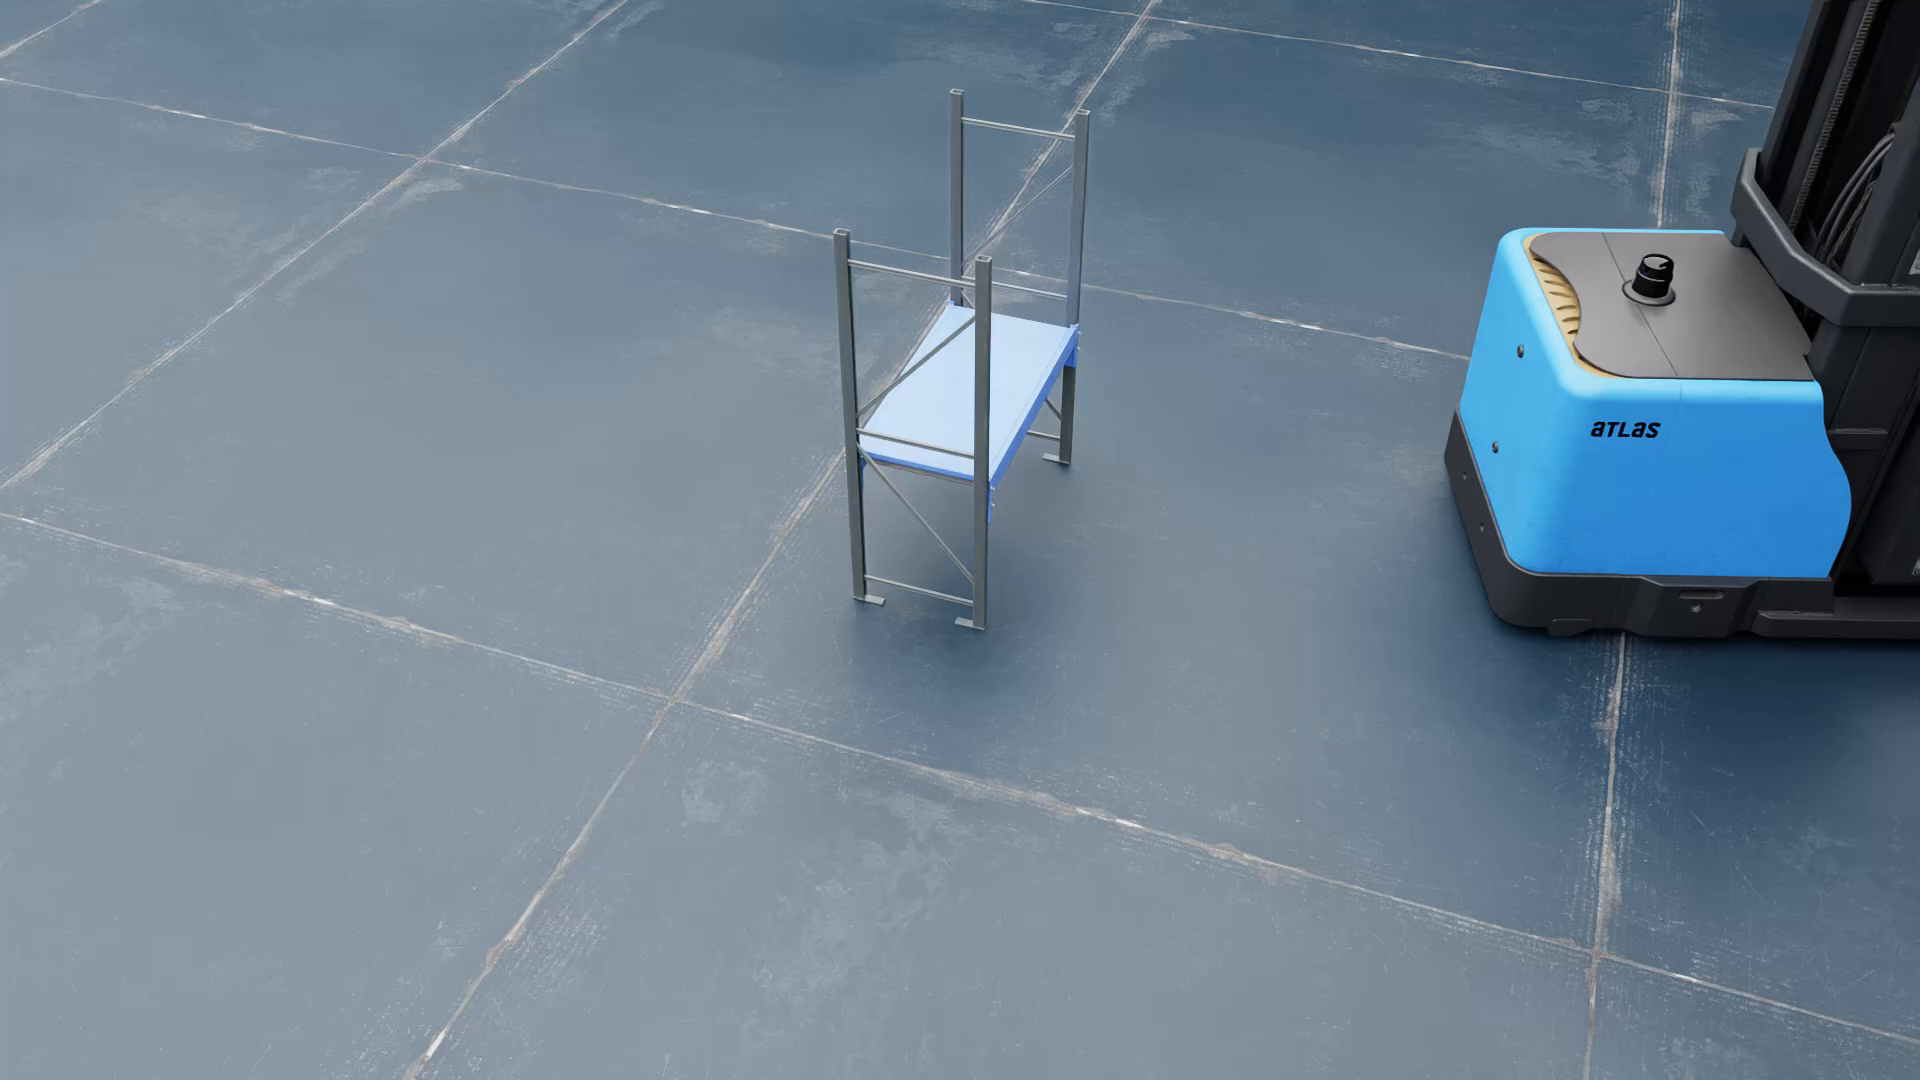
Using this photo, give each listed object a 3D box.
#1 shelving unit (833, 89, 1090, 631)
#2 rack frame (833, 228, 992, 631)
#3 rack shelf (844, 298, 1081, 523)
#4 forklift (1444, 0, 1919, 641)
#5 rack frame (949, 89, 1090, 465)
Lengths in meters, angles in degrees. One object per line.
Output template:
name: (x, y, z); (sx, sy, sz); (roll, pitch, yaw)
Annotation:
shelving unit: (0.029, -0.623, 5.824); (0.538, 1.500, 1.048); (13, 42, 15)
rack frame: (-0.145, -0.313, 5.461); (0.500, 1.500, 0.032); (13, 42, 15)
rack shelf: (0.029, -0.486, 5.941); (0.538, 0.185, 1.000); (13, 42, 15)
forklift: (3.397, -1.074, 5.250); (3.031, 2.935, 1.130); (1, 40, 1)
rack frame: (0.203, -0.933, 6.188); (0.500, 1.500, 0.032); (13, 42, 15)
